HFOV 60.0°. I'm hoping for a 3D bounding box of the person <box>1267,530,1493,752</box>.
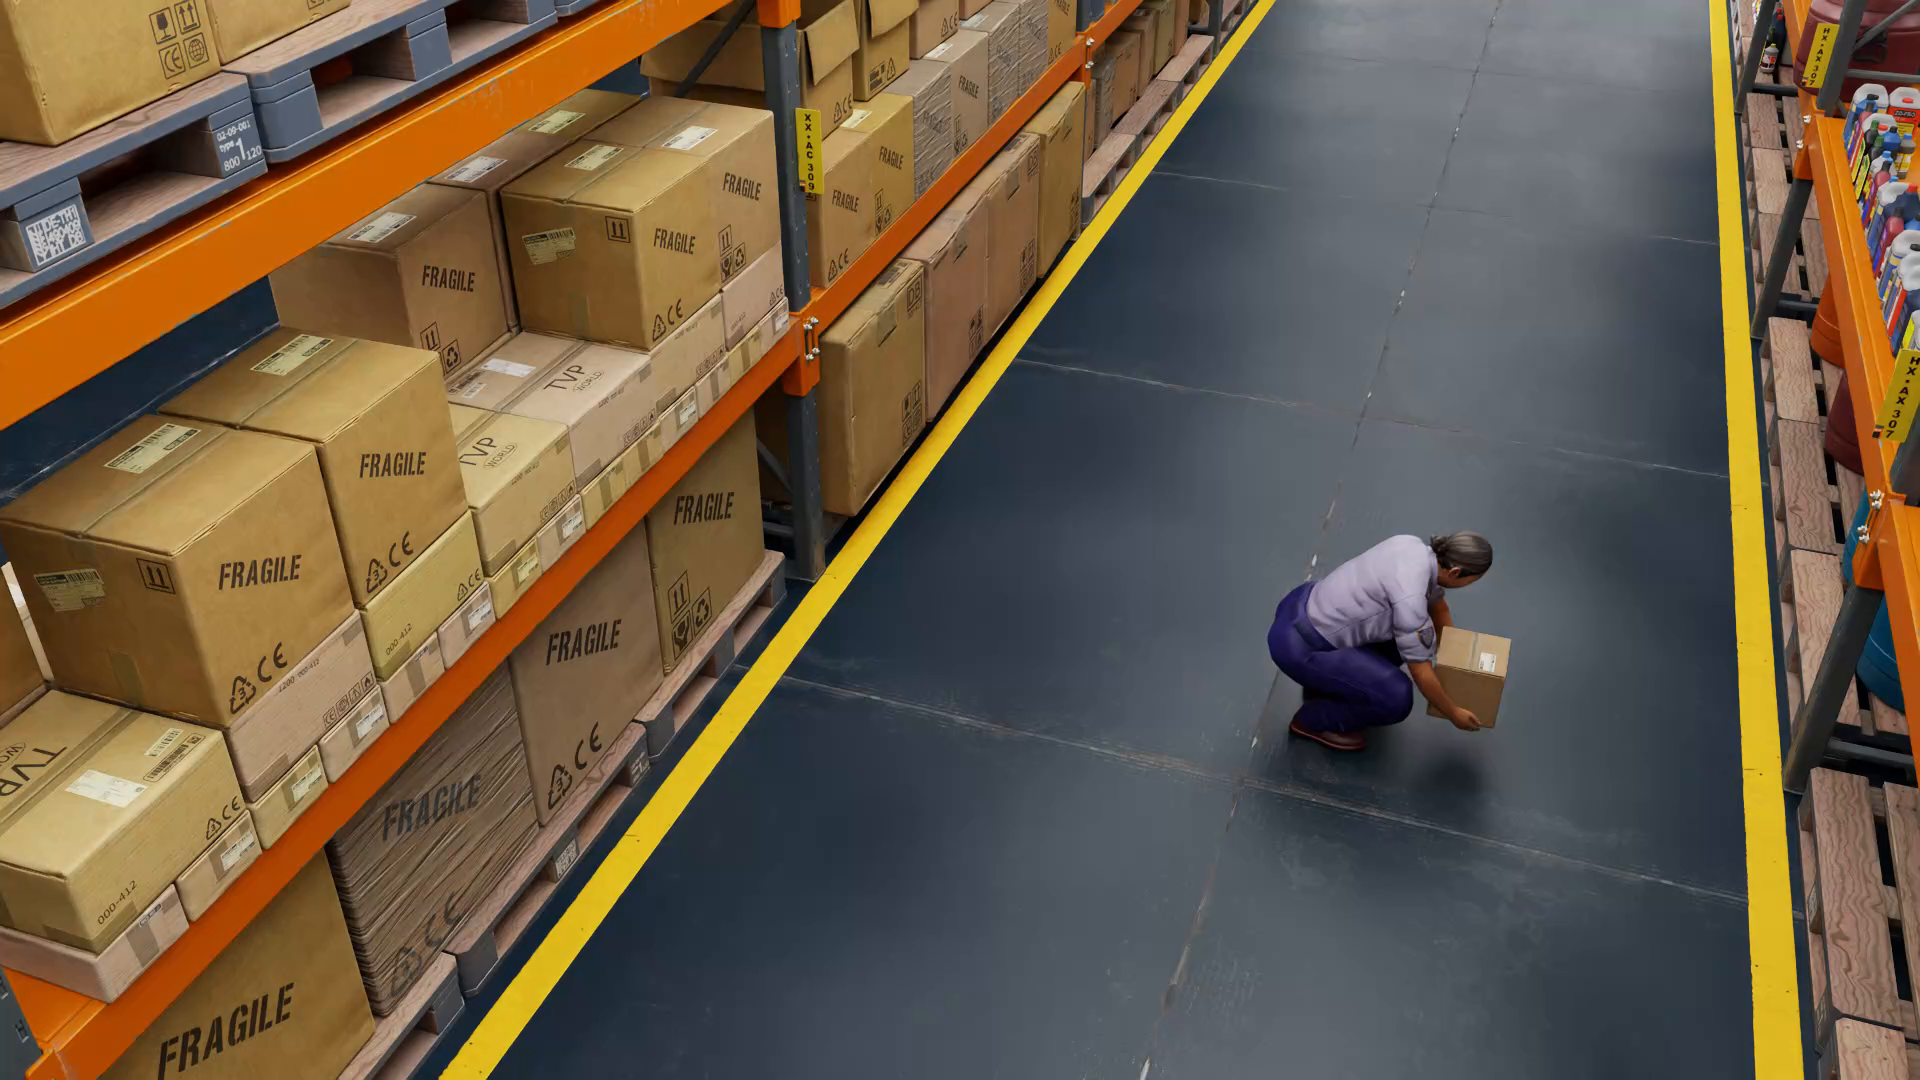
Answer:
[{"bbox_3d":[1.605,0.342,6.307,0.828,0.923,0.528,11,35,17],"label":"person"}]
